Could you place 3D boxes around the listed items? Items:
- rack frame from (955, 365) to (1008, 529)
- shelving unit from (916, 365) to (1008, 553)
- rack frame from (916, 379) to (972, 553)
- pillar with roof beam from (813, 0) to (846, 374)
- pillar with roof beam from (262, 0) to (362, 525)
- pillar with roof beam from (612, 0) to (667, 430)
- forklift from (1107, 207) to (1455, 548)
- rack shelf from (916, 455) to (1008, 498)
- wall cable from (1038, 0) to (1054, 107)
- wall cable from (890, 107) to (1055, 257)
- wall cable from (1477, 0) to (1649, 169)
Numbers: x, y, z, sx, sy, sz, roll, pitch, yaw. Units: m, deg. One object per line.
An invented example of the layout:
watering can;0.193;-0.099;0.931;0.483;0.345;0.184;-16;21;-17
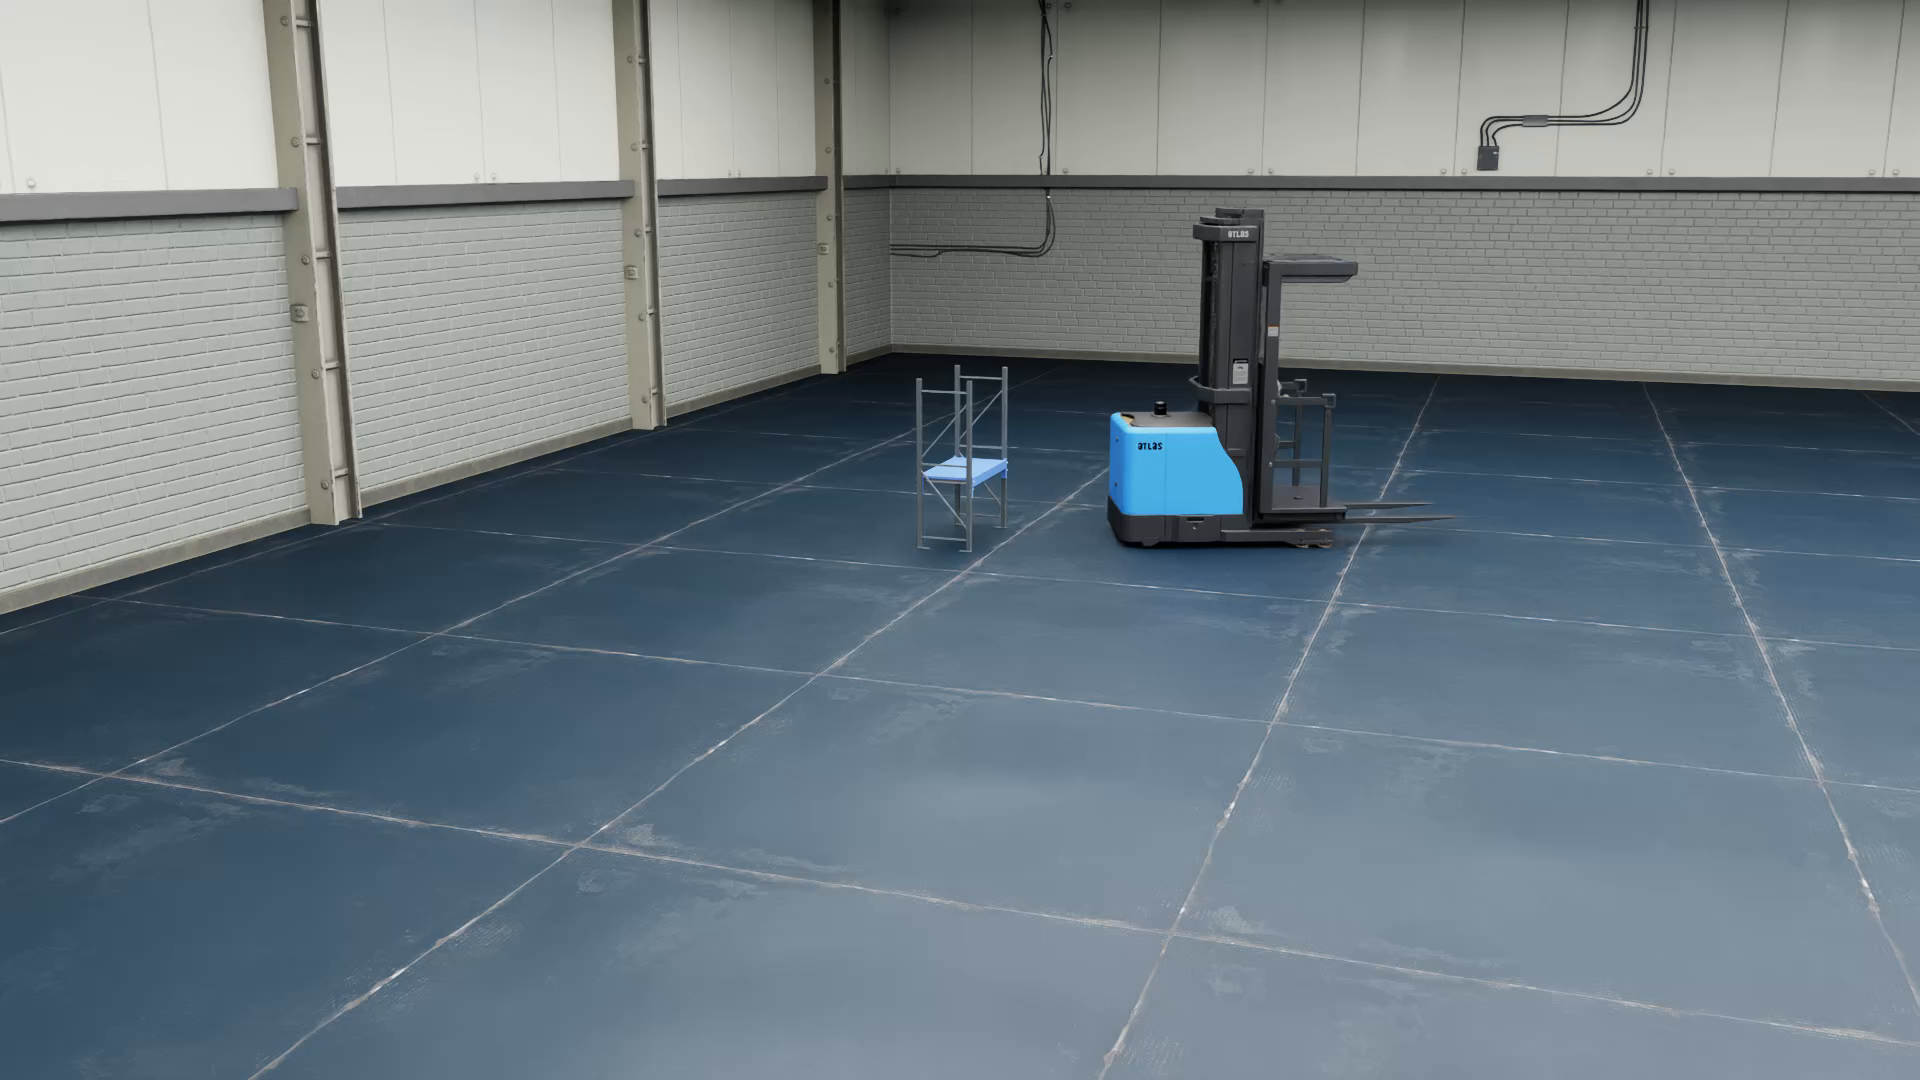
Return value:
rack frame;0.192;-0.856;15.369;0.500;1.500;0.032;4;14;18
shelving unit;0.028;-0.749;14.900;0.538;1.500;1.048;4;14;18
rack frame;-0.137;-0.642;14.431;0.500;1.500;0.032;4;14;18
pillar with roof beam;2.016;-6.795;24.534;9.100;9.000;0.400;4;14;18
pillar with roof beam;-1.866;-4.268;13.464;9.100;9.000;0.400;4;14;18
pillar with roof beam;0.075;-5.531;18.999;9.100;9.000;0.400;4;14;18
forklift;2.907;-1.473;14.855;3.031;2.935;1.130;-1;13;-3
rack shelf;0.028;-0.574;14.940;0.538;0.185;1.000;4;14;18
wall cable;2.707;-8.383;27.123;3.097;2.526;0.112;4;14;18
wall cable;0.147;-6.116;28.538;3.097;2.526;0.112;4;14;18
wall cable;9.125;-8.601;24.805;2.305;6.003;0.169;4;14;18
